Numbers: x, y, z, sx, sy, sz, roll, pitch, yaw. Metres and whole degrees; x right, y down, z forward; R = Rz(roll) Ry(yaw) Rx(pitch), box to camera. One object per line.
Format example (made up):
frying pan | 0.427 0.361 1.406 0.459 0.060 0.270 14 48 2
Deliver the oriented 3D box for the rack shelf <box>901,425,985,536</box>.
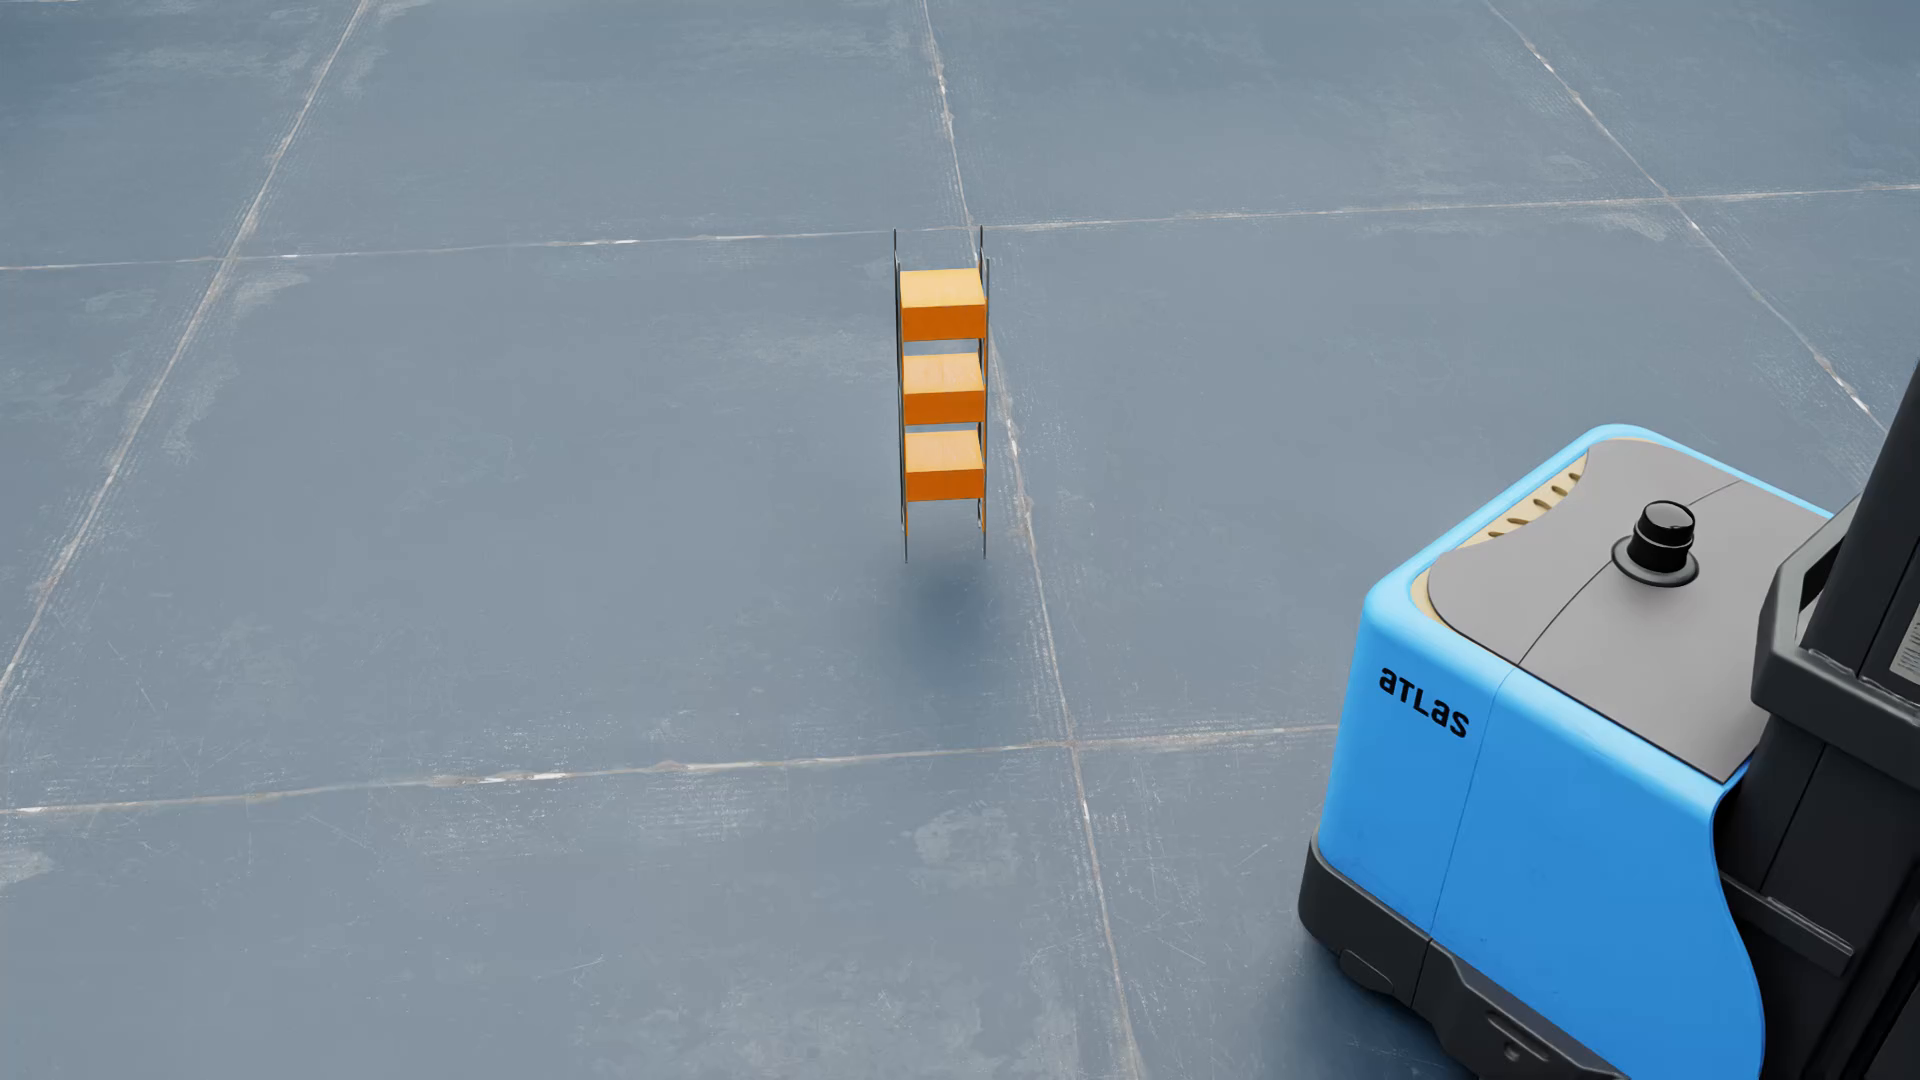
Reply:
rack shelf | -0.053 -0.183 5.100 0.240 0.259 0.215 -3 38 -4

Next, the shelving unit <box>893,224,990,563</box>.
shelving unit | -0.053 -0.409 4.921 0.252 1.050 0.215 -3 38 -4

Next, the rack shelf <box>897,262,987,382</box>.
rack shelf | -0.053 -0.624 4.752 0.240 0.259 0.215 -3 38 -4

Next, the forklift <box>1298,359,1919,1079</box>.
forklift | 2.180 0.270 2.542 1.130 2.935 3.031 -30 47 -32

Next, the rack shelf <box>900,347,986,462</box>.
rack shelf | -0.053 -0.401 4.928 0.240 0.259 0.215 -3 38 -4

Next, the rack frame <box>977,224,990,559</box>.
rack frame | 0.068 -0.416 4.930 0.008 1.050 0.200 -3 38 -4

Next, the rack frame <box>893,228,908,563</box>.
rack frame | -0.175 -0.403 4.913 0.008 1.050 0.200 -3 38 -4
